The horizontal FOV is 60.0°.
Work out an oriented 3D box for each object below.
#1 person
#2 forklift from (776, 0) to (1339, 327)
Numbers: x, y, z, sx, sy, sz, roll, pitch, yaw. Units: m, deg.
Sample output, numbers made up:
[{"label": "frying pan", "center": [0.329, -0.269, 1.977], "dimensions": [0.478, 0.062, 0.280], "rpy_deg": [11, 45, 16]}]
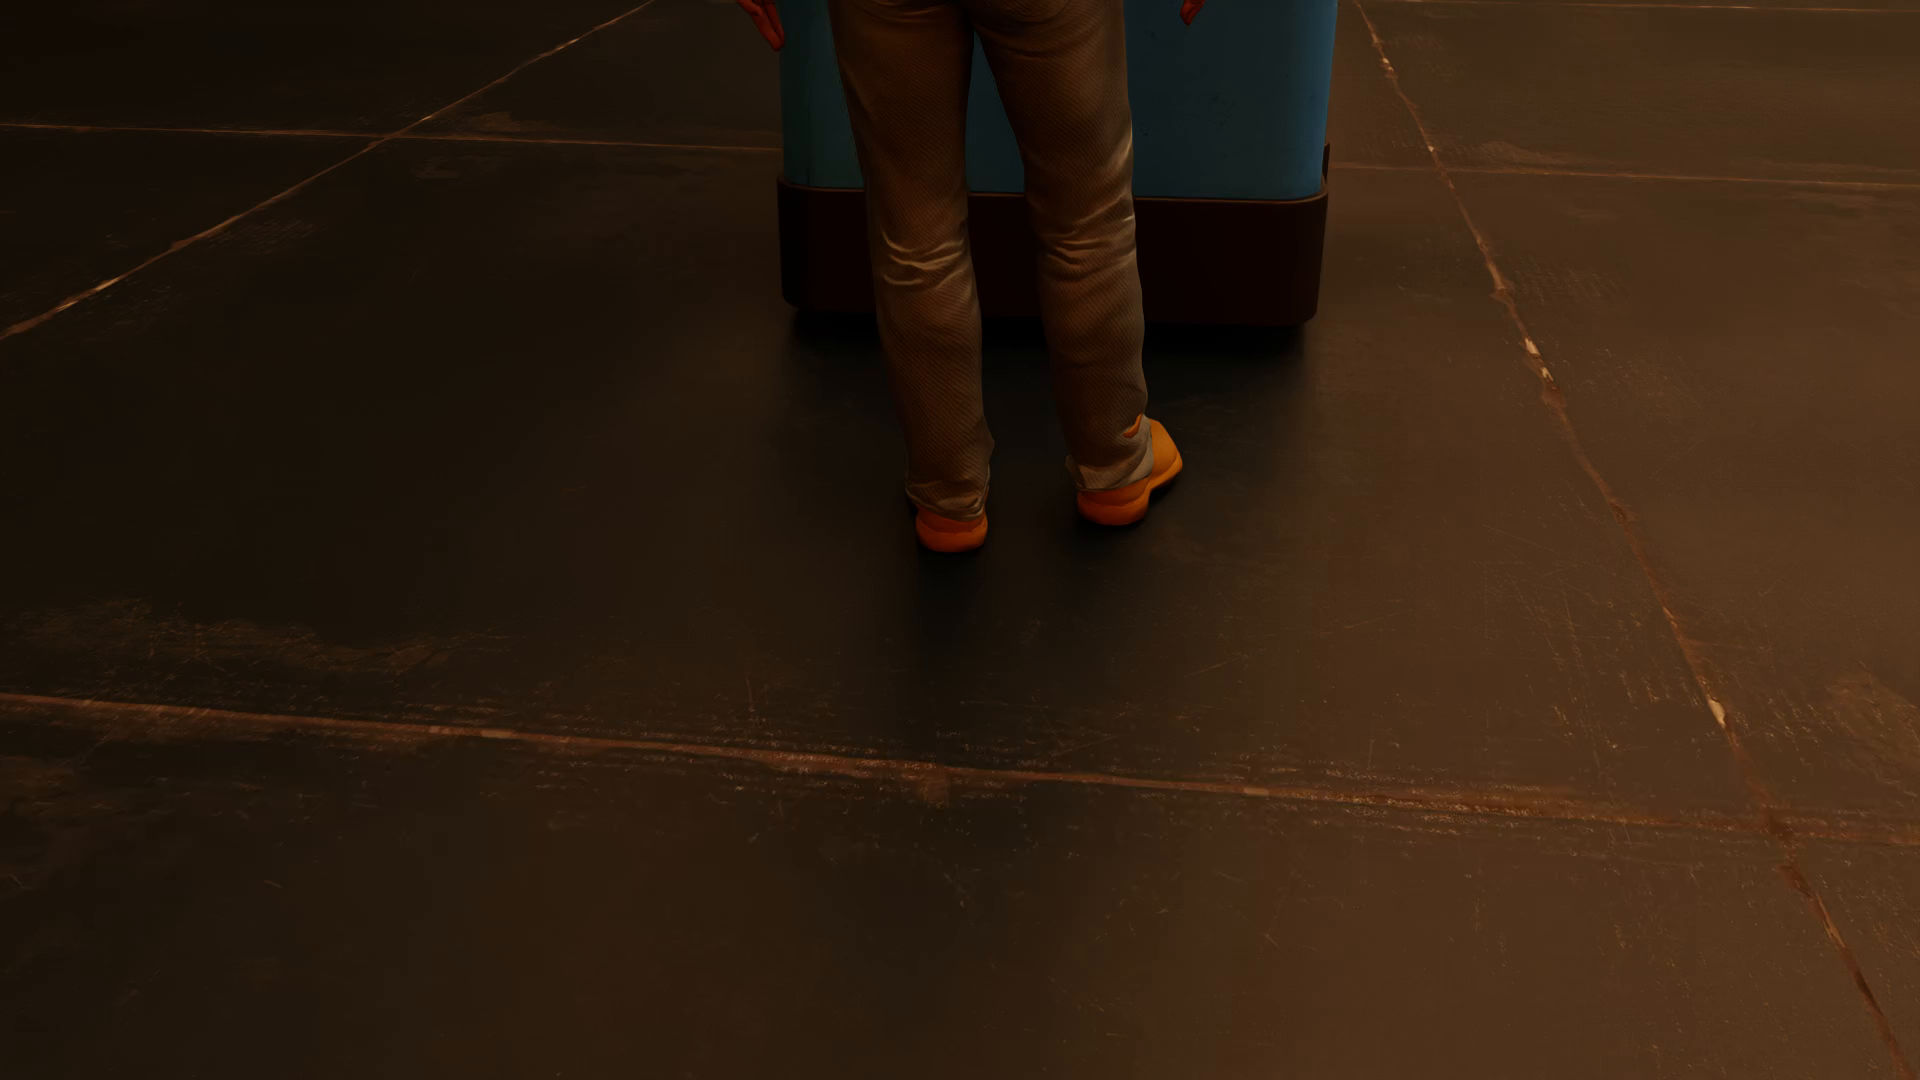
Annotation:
[{"label": "person", "center": [0.014, -0.827, 2.164], "dimensions": [0.666, 1.768, 0.575], "rpy_deg": [3, 27, 7]}, {"label": "forklift", "center": [0.320, -2.341, 3.910], "dimensions": [1.130, 2.935, 3.031], "rpy_deg": [3, 27, 5]}]
